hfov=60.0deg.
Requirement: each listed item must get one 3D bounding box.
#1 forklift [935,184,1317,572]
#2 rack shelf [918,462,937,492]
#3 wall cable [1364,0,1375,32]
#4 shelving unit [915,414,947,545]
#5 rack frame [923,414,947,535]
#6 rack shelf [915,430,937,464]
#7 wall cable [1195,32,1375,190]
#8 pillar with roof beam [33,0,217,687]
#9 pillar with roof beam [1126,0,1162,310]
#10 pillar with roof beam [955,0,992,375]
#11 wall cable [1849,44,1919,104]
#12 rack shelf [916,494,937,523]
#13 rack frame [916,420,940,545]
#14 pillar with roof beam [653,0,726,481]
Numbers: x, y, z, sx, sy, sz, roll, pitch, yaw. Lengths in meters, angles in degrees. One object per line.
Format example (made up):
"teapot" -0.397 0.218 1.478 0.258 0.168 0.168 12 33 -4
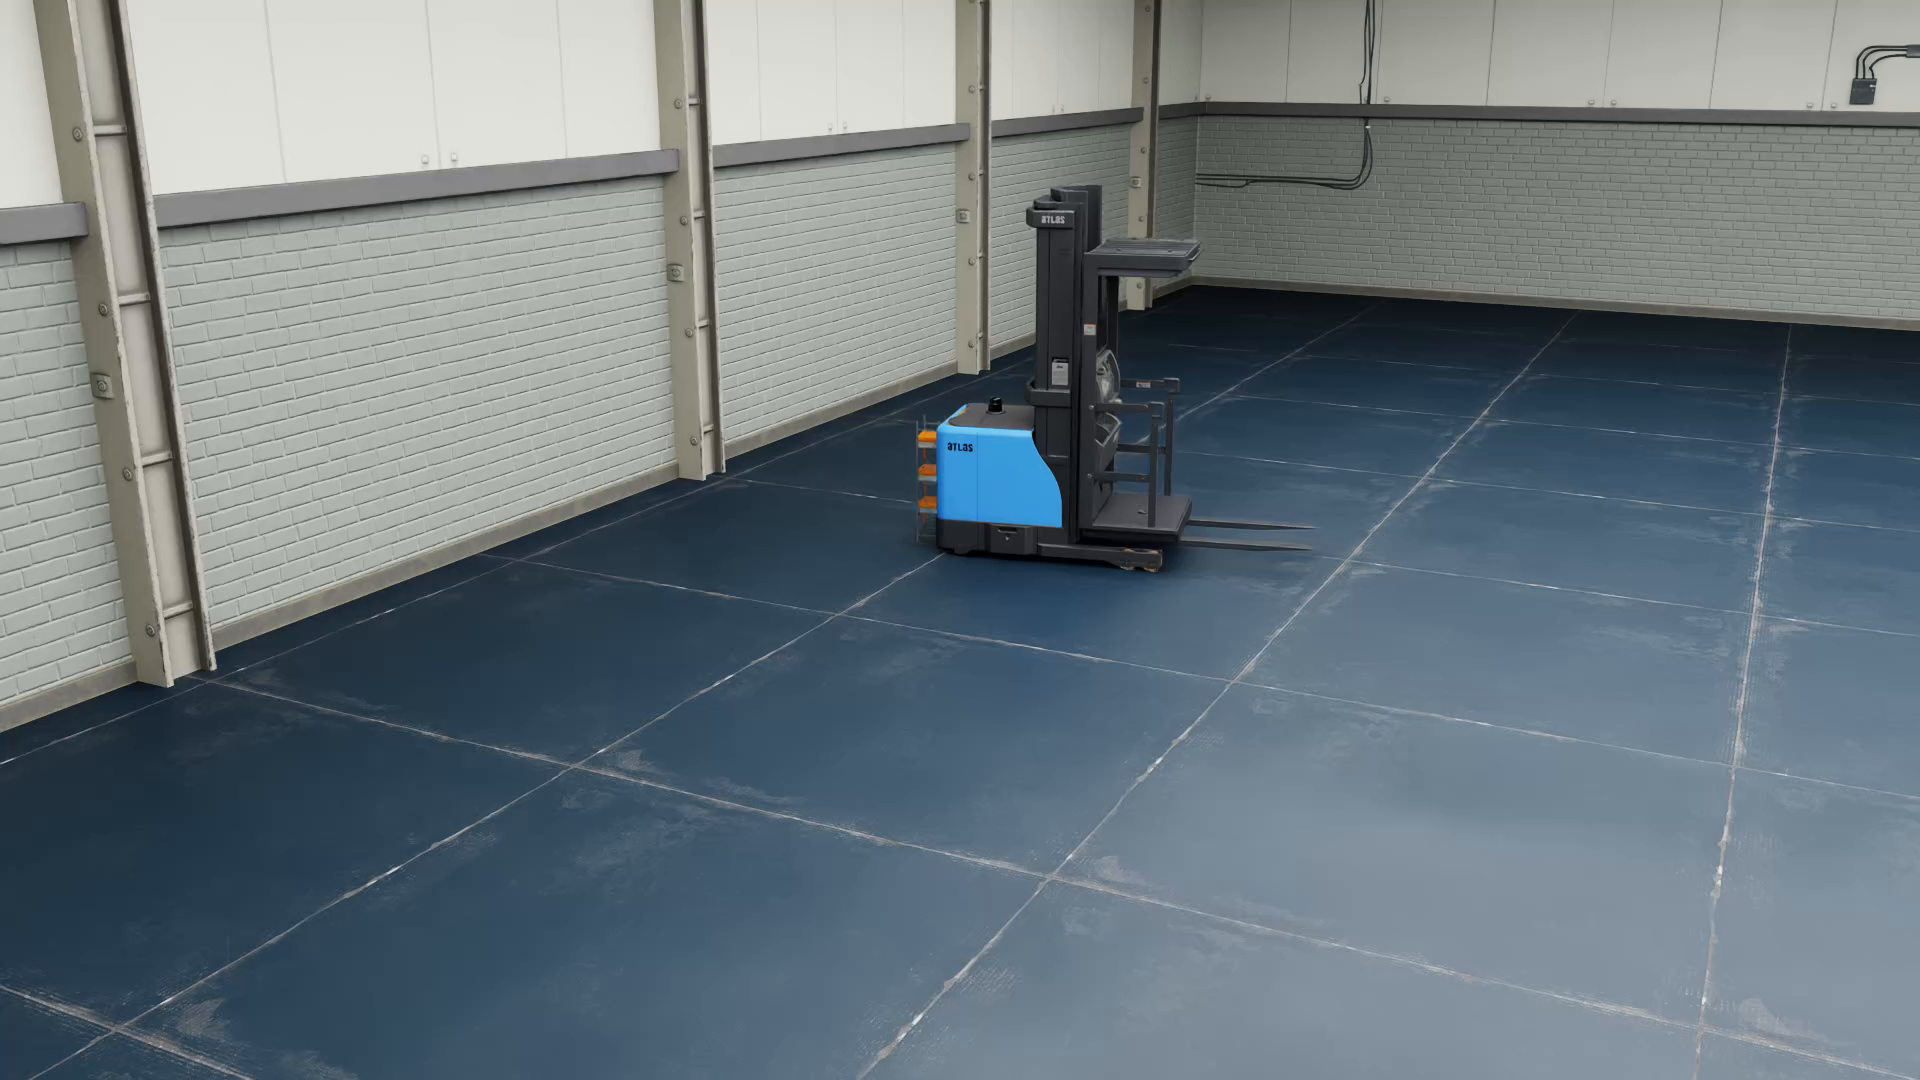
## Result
"forklift" 1.373 -1.319 13.317 3.031 2.935 1.130 4 17 13
"rack shelf" -0.236 -0.494 13.882 0.215 0.259 0.240 4 17 13
"wall cable" 7.765 -9.180 25.712 3.097 2.526 0.112 8 18 25
"shelving unit" -0.236 -0.504 13.879 0.215 1.050 0.252 4 17 13
"rack frame" -0.208 -0.538 13.993 0.200 1.050 0.008 4 17 13
"rack shelf" -0.236 -0.766 13.801 0.215 0.259 0.240 4 17 13
"wall cable" 5.344 -7.104 27.590 3.097 2.526 0.112 8 18 25
"pillar with roof beam" -1.347 -2.877 7.907 9.100 9.000 0.400 8 18 25
"pillar with roof beam" 6.696 -7.462 23.343 9.100 9.000 0.400 8 18 25
"pillar with roof beam" 4.015 -5.934 18.198 9.100 9.000 0.400 8 18 25
"wall cable" 13.830 -9.010 22.583 2.305 6.003 0.169 8 18 25
"rack shelf" -0.236 -0.228 13.961 0.215 0.259 0.240 4 17 13
"rack frame" -0.264 -0.471 13.765 0.200 1.050 0.008 4 17 13
"pillar with roof beam" 1.334 -4.406 13.052 9.100 9.000 0.400 8 18 25
